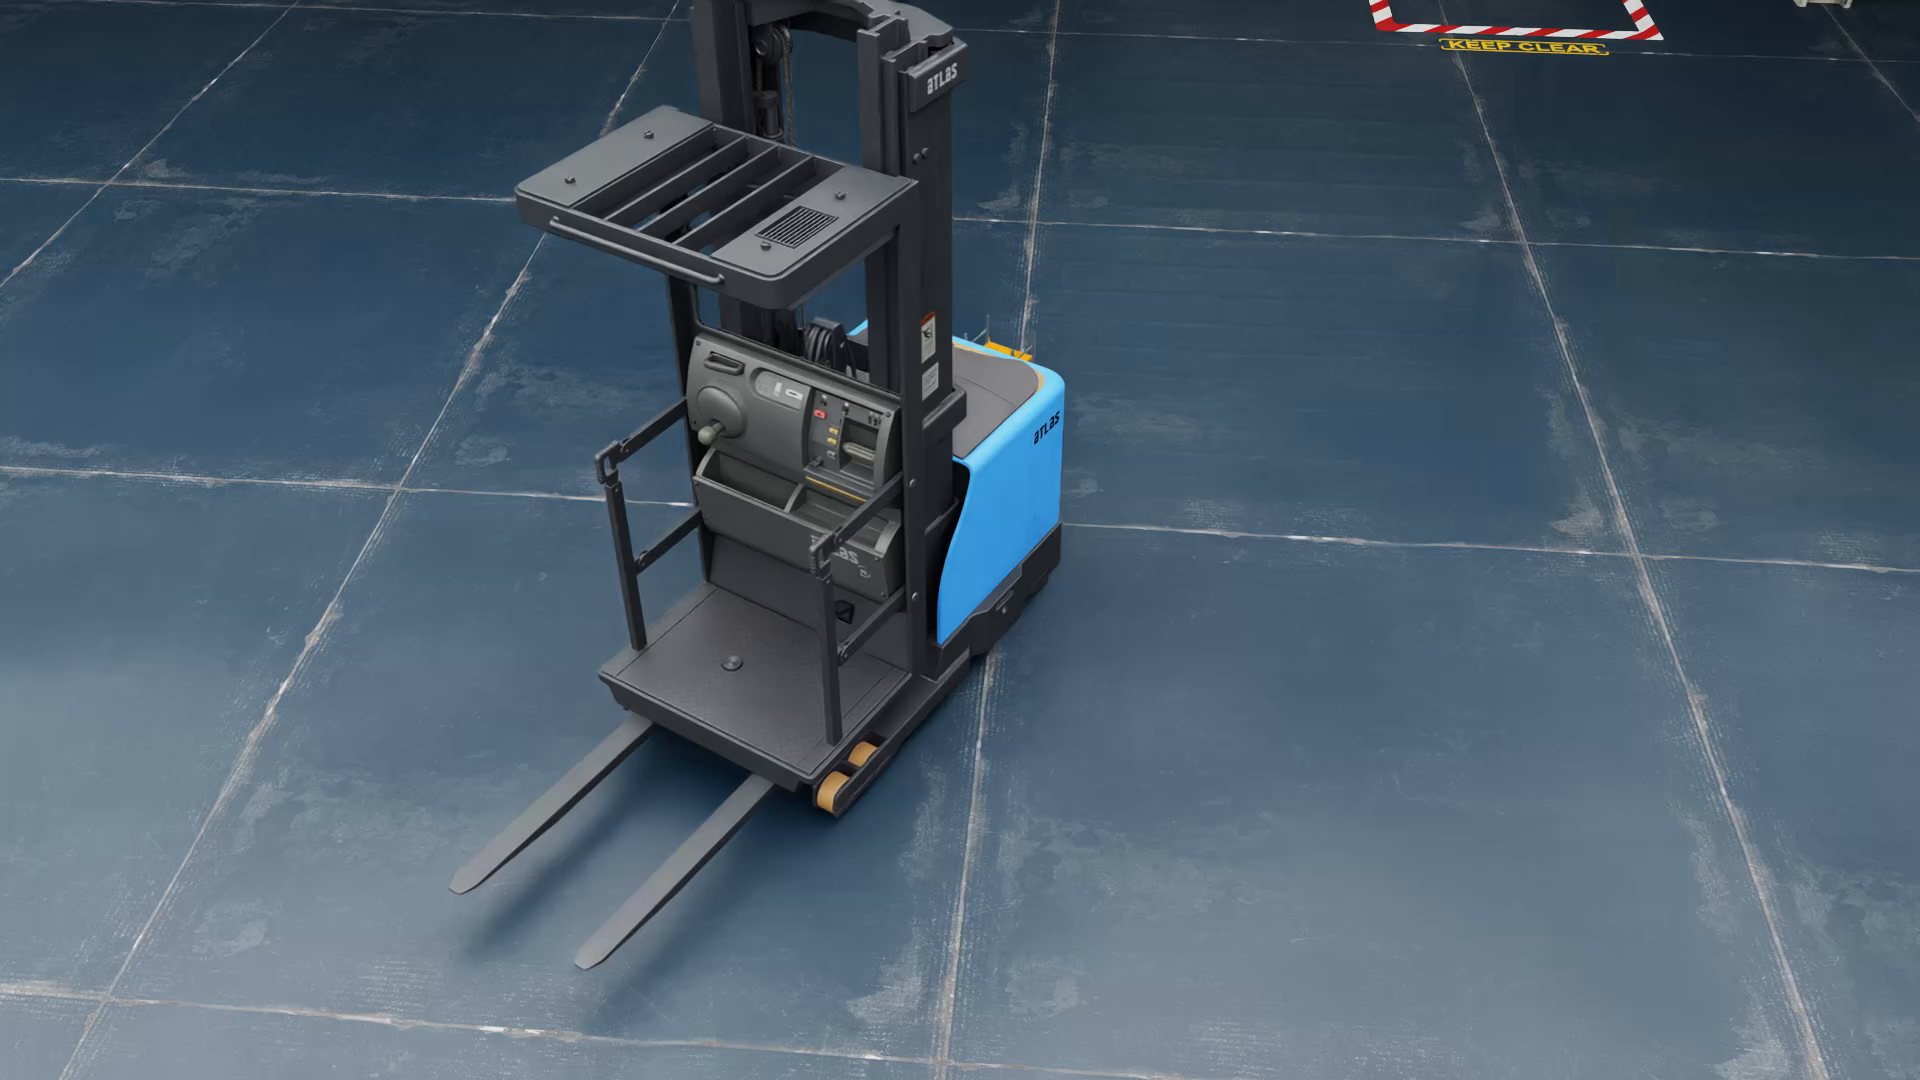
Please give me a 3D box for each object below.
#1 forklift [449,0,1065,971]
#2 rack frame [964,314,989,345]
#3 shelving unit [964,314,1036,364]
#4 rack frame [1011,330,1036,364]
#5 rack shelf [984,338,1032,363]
[{"bbox_3d":[-0.755,-0.395,6.084,1.130,2.935,3.031,22,44,25],"label":"forklift"},{"bbox_3d":[0.075,-0.558,7.774,0.008,1.050,0.200,22,44,25],"label":"rack frame"},{"bbox_3d":[0.177,-0.516,7.723,0.252,1.050,0.215,22,44,25],"label":"shelving unit"},{"bbox_3d":[0.280,-0.475,7.672,0.008,1.050,0.200,22,44,25],"label":"rack frame"},{"bbox_3d":[0.177,-0.728,7.551,0.240,0.259,0.215,22,44,25],"label":"rack shelf"}]
